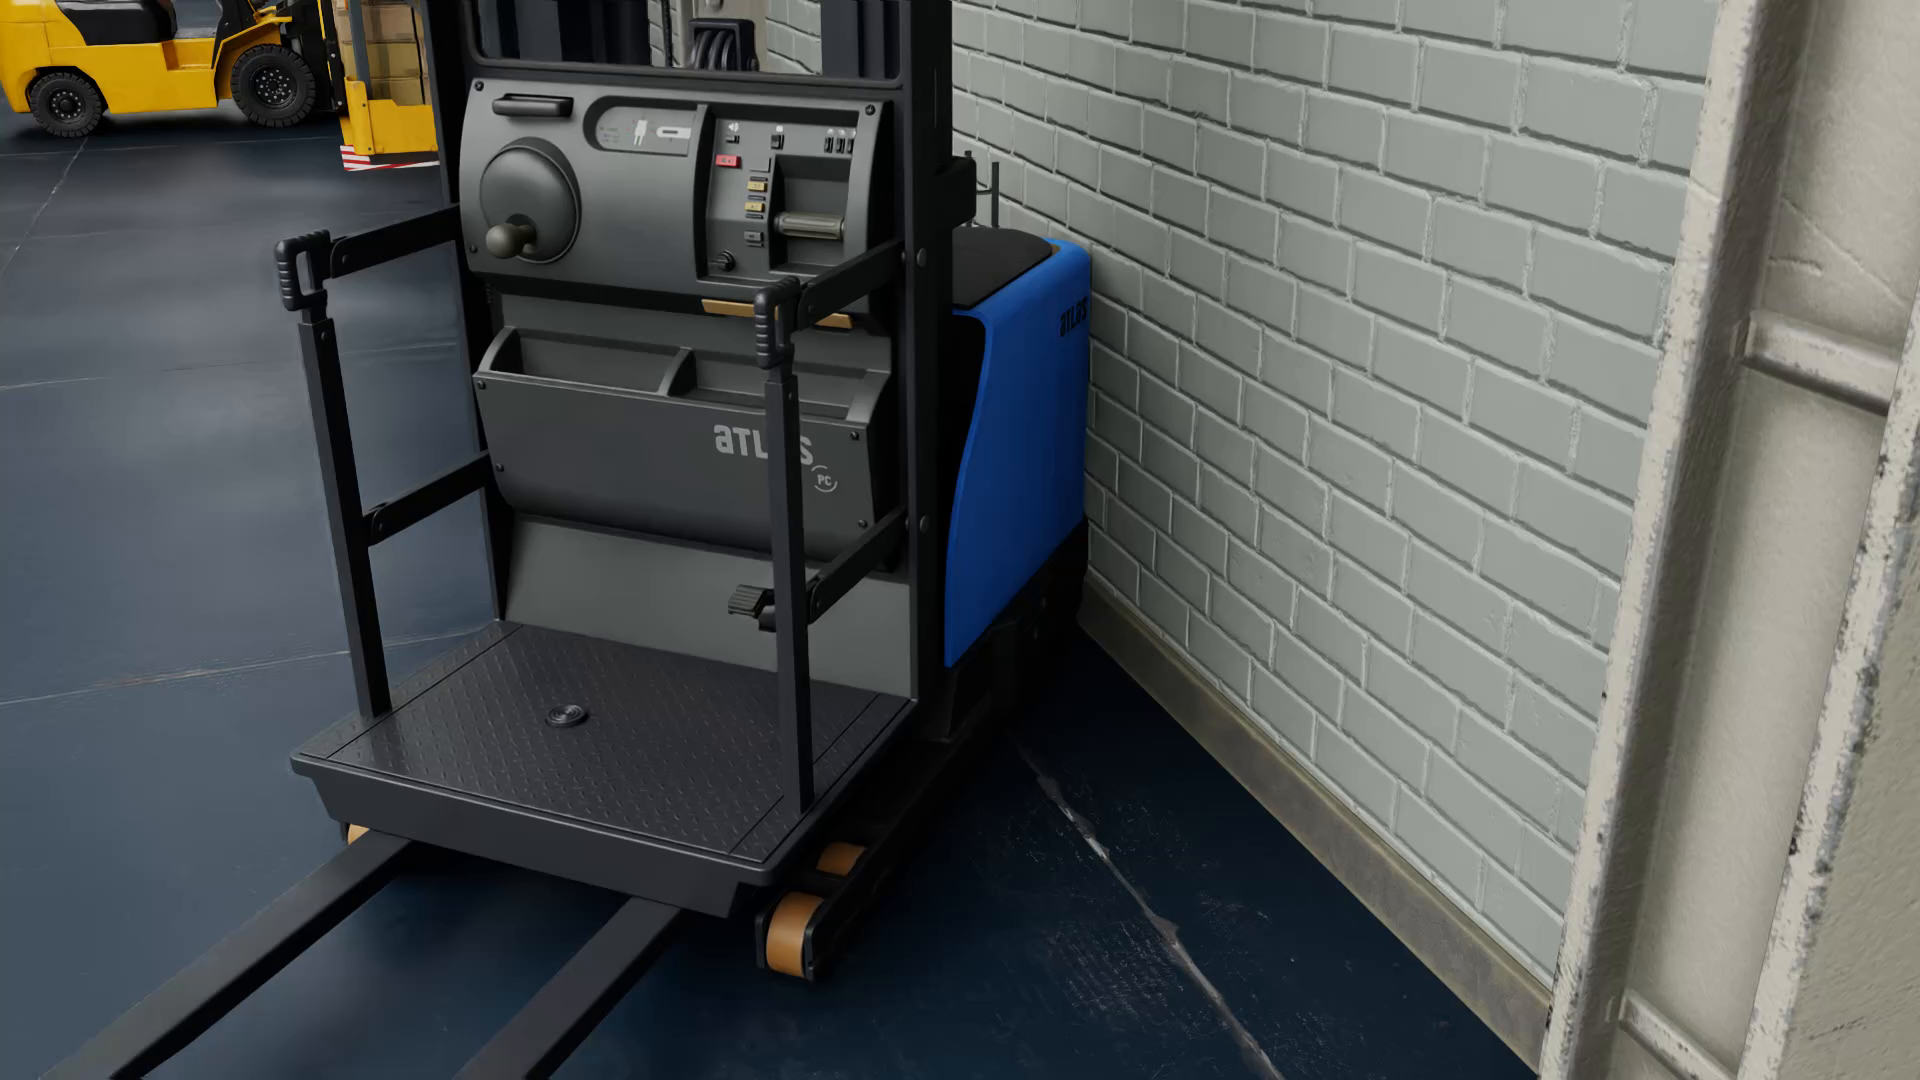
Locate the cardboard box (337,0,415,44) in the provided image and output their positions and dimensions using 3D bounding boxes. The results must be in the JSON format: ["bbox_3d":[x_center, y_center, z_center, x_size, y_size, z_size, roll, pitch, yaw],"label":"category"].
[{"bbox_3d":[-4.201,-3.733,11.957,0.500,0.250,0.500,-8,24,-17],"label":"cardboard box"}]

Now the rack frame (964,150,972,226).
[{"bbox_3d":[-0.077,-0.566,5.039,0.240,1.200,0.006,-10,26,-22],"label":"rack frame"}]

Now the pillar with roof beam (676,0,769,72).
[{"bbox_3d":[-5.057,-4.592,4.558,9.100,9.000,0.400,-8,24,-19],"label":"pillar with roof beam"}]

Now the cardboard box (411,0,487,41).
[{"bbox_3d":[-3.739,-3.809,12.138,0.500,0.250,0.500,-9,24,-20],"label":"cardboard box"}]

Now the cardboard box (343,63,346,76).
[{"bbox_3d":[-4.747,-3.826,13.464,0.500,0.250,0.500,-8,24,-17],"label":"cardboard box"}]

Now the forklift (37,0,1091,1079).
[{"bbox_3d":[-0.663,-0.684,3.100,1.130,2.935,3.031,9,24,20],"label":"forklift"}]

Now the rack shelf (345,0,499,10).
[{"bbox_3d":[-4.453,-4.616,13.267,1.077,0.370,4.000,-8,24,-19],"label":"rack shelf"}]

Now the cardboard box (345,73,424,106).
[{"bbox_3d":[-4.208,-3.275,12.158,0.500,0.250,0.500,-8,24,-19],"label":"cardboard box"}]

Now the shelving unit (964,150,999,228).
[{"bbox_3d":[-0.039,-0.532,4.963,0.258,1.200,0.189,-10,26,-22],"label":"shelving unit"}]

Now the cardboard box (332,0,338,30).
[{"bbox_3d":[-4.574,-4.100,12.827,0.500,0.250,0.500,-8,24,-18],"label":"cardboard box"}]

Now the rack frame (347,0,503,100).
[{"bbox_3d":[-3.746,-4.221,11.403,1.000,3.000,0.127,-8,24,-19],"label":"rack frame"}]

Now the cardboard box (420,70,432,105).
[{"bbox_3d":[-3.737,-3.353,12.343,0.500,0.250,0.500,-8,24,-19],"label":"cardboard box"}]

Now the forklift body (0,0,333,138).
[{"bbox_3d":[-6.123,-4.269,12.609,2.313,2.155,1.214,-8,24,-19],"label":"forklift body"}]

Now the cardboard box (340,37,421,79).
[{"bbox_3d":[-4.211,-3.512,12.077,0.500,0.250,0.500,-9,24,-20],"label":"cardboard box"}]

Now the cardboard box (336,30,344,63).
[{"bbox_3d":[-4.580,-3.881,12.951,0.500,0.250,0.500,-9,24,-20],"label":"cardboard box"}]

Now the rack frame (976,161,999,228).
[{"bbox_3d":[-0.001,-0.499,4.886,0.240,1.200,0.006,-10,26,-22],"label":"rack frame"}]

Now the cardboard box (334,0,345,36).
[{"bbox_3d":[-4.386,-3.918,12.395,0.500,0.250,0.500,-8,24,-18],"label":"cardboard box"}]

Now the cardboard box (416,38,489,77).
[{"bbox_3d":[-3.718,-3.577,12.232,0.500,0.250,0.500,-8,24,-18],"label":"cardboard box"}]

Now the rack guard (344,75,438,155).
[{"bbox_3d":[-3.738,-3.061,11.868,1.175,0.500,0.348,-8,24,-19],"label":"rack guard"}]
